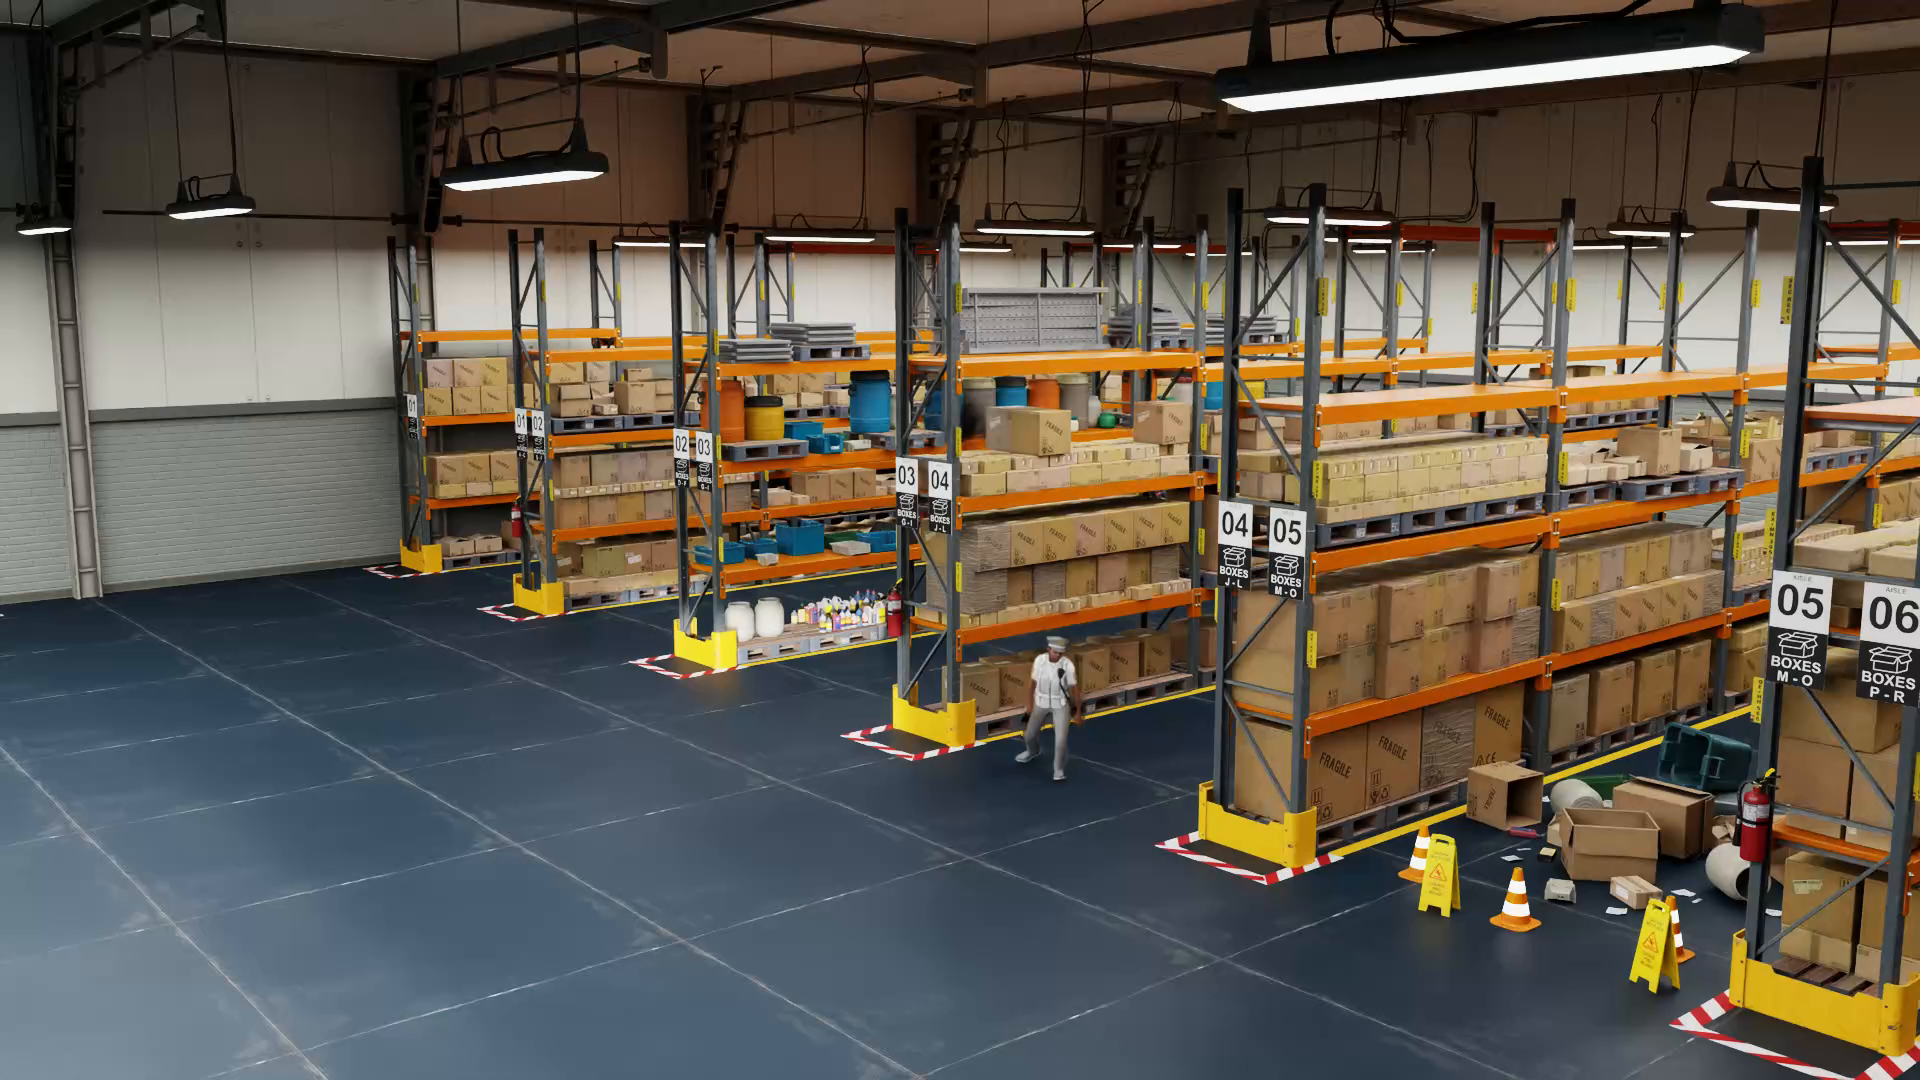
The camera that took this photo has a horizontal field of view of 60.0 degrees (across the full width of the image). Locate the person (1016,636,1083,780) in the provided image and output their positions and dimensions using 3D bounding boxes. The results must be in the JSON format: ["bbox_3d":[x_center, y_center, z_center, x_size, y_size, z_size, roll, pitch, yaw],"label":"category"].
[{"bbox_3d":[0.932,1.719,17.539,0.802,1.553,0.756,2,9,14],"label":"person"}]
